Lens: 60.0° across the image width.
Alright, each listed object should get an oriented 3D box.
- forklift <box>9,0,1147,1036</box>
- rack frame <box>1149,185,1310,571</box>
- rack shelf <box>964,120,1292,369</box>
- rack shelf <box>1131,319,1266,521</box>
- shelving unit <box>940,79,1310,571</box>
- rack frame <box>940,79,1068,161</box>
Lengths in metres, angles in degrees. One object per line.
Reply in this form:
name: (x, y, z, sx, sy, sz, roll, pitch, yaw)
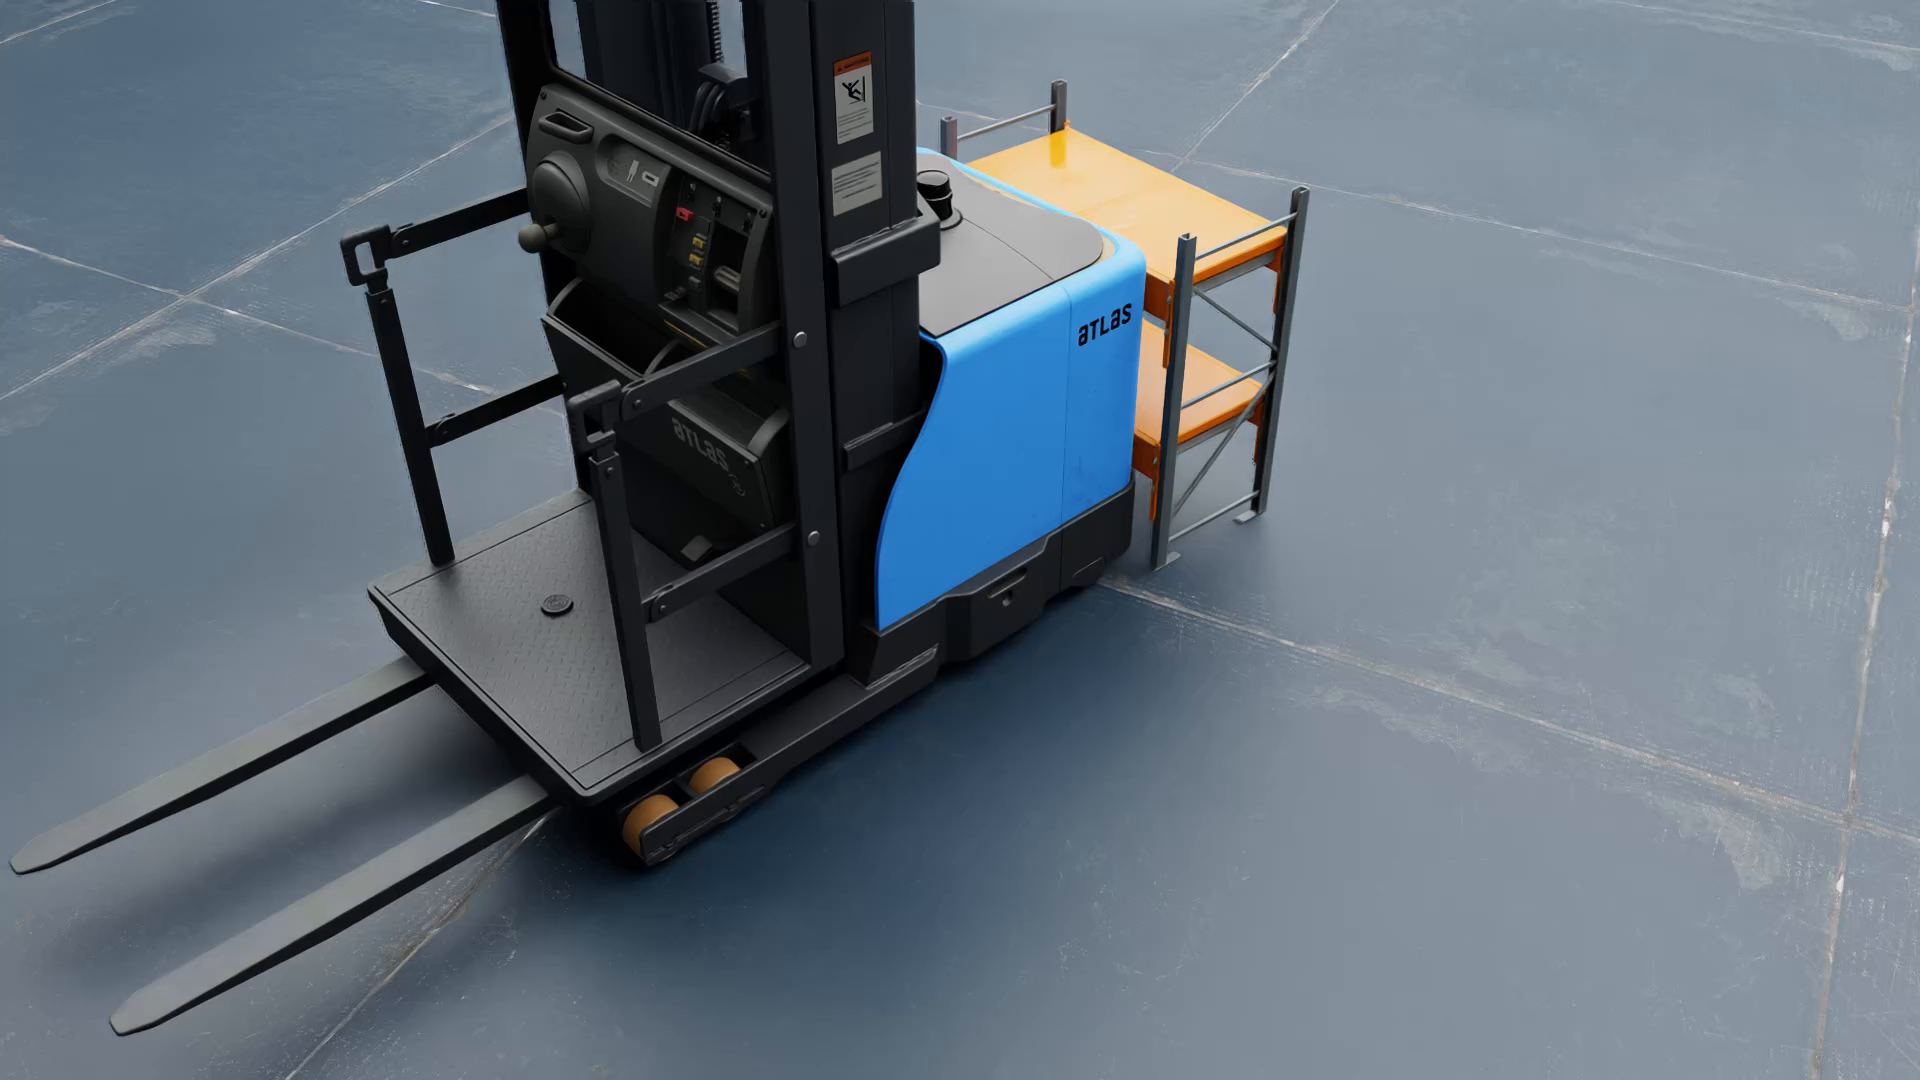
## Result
forklift: (-0.894, -0.716, 3.769, 3.031, 2.935, 1.130, -29, 46, -33)
rack frame: (0.788, -0.455, 4.919, 0.500, 1.125, 0.032, -26, 44, -30)
rack shelf: (0.465, -0.926, 5.055, 0.538, 0.278, 1.000, -26, 44, -30)
rack shelf: (0.465, -0.498, 5.380, 0.538, 0.278, 1.000, -26, 44, -30)
shelving unit: (0.465, -0.693, 5.232, 0.538, 1.125, 1.048, -26, 44, -30)
rack frame: (0.142, -0.930, 5.545, 0.500, 1.125, 0.032, -26, 44, -30)
